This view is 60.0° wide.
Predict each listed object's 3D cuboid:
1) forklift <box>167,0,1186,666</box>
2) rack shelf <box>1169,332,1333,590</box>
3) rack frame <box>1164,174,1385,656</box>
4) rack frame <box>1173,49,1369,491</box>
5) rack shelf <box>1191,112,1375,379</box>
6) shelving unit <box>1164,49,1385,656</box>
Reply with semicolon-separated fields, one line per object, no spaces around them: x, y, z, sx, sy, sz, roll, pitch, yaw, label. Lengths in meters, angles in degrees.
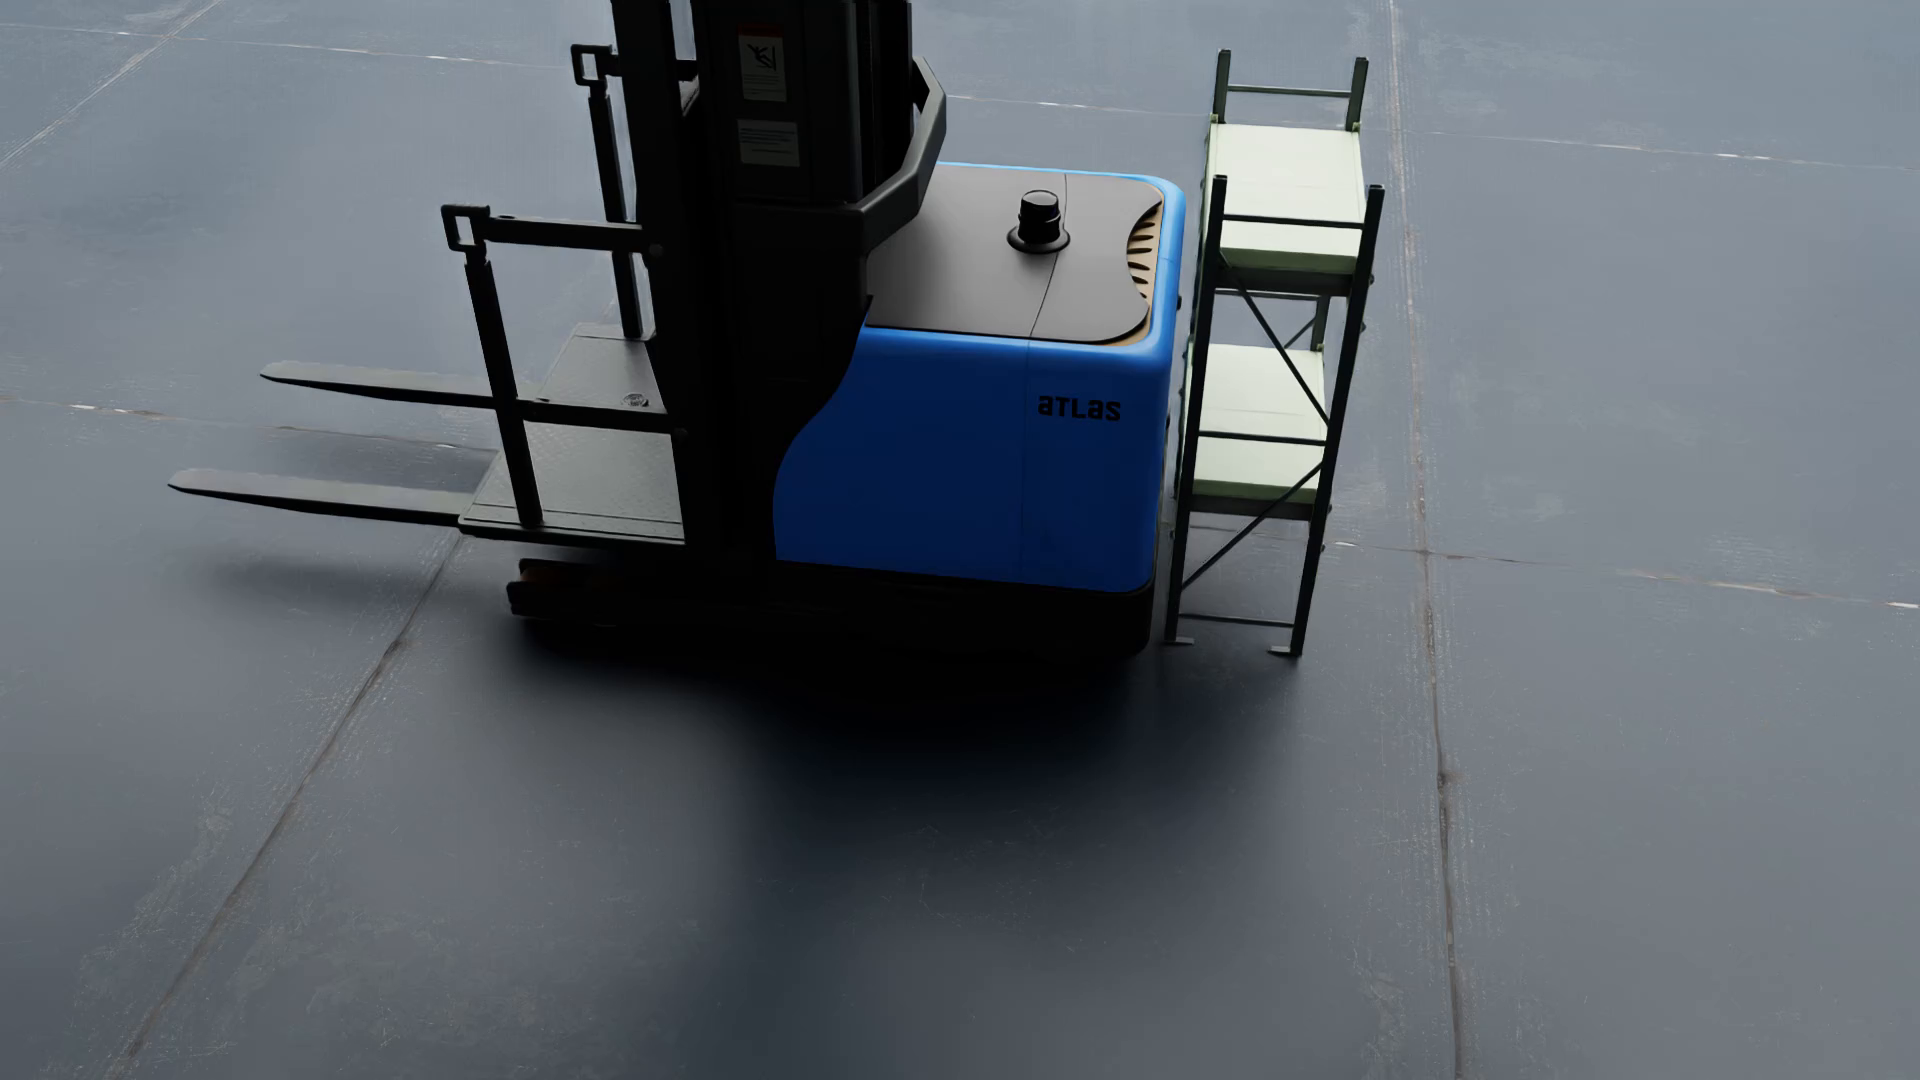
-0.891;-1.197;4.398;3.031;2.935;1.130;5;40;6;forklift
0.848;-0.246;4.882;0.431;0.370;0.720;5;40;6;rack shelf
0.798;-0.266;4.395;0.400;1.500;0.023;5;40;6;rack frame
0.898;-0.728;4.953;0.400;1.500;0.023;5;40;6;rack frame
0.848;-0.798;4.425;0.431;0.370;0.720;5;40;6;rack shelf
0.848;-0.497;4.674;0.431;1.500;0.755;5;40;6;shelving unit
